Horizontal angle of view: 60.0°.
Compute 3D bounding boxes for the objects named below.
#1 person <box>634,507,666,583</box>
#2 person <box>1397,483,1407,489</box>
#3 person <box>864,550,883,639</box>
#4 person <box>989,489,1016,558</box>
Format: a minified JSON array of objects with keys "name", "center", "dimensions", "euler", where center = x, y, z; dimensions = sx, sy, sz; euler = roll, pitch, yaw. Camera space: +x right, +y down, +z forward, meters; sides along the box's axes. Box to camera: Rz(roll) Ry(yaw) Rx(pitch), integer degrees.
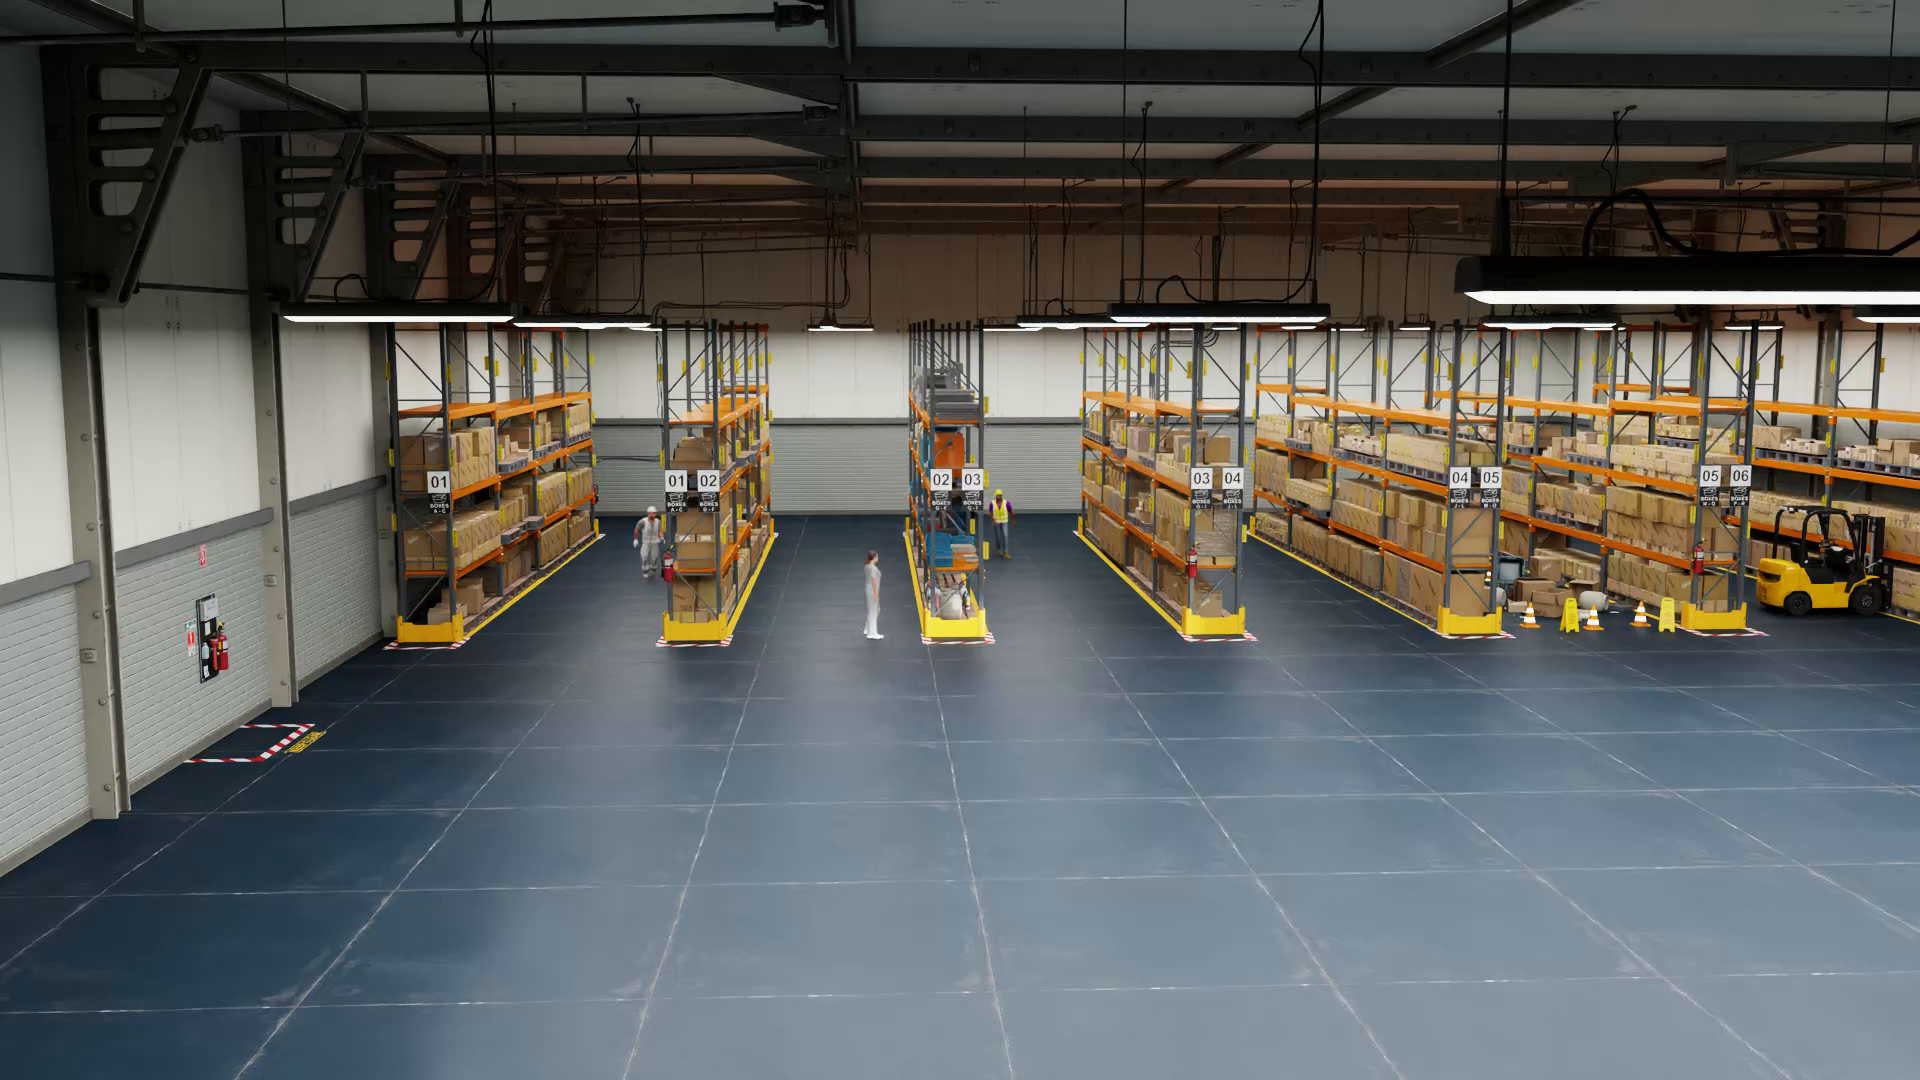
[{"name":"person","center":[-7.217,0.113,38.745],"dimensions":[0.767,1.807,0.877],"euler":[0,7,-3]},{"name":"person","center":[12.082,-0.731,45.588],"dimensions":[0.422,1.684,0.506],"euler":[0,7,-2]},{"name":"person","center":[-1.647,1.040,31.459],"dimensions":[0.344,1.712,0.526],"euler":[-2,7,-15]},{"name":"person","center":[1.110,-0.439,42.941],"dimensions":[0.735,1.741,0.846],"euler":[-1,7,-7]}]
